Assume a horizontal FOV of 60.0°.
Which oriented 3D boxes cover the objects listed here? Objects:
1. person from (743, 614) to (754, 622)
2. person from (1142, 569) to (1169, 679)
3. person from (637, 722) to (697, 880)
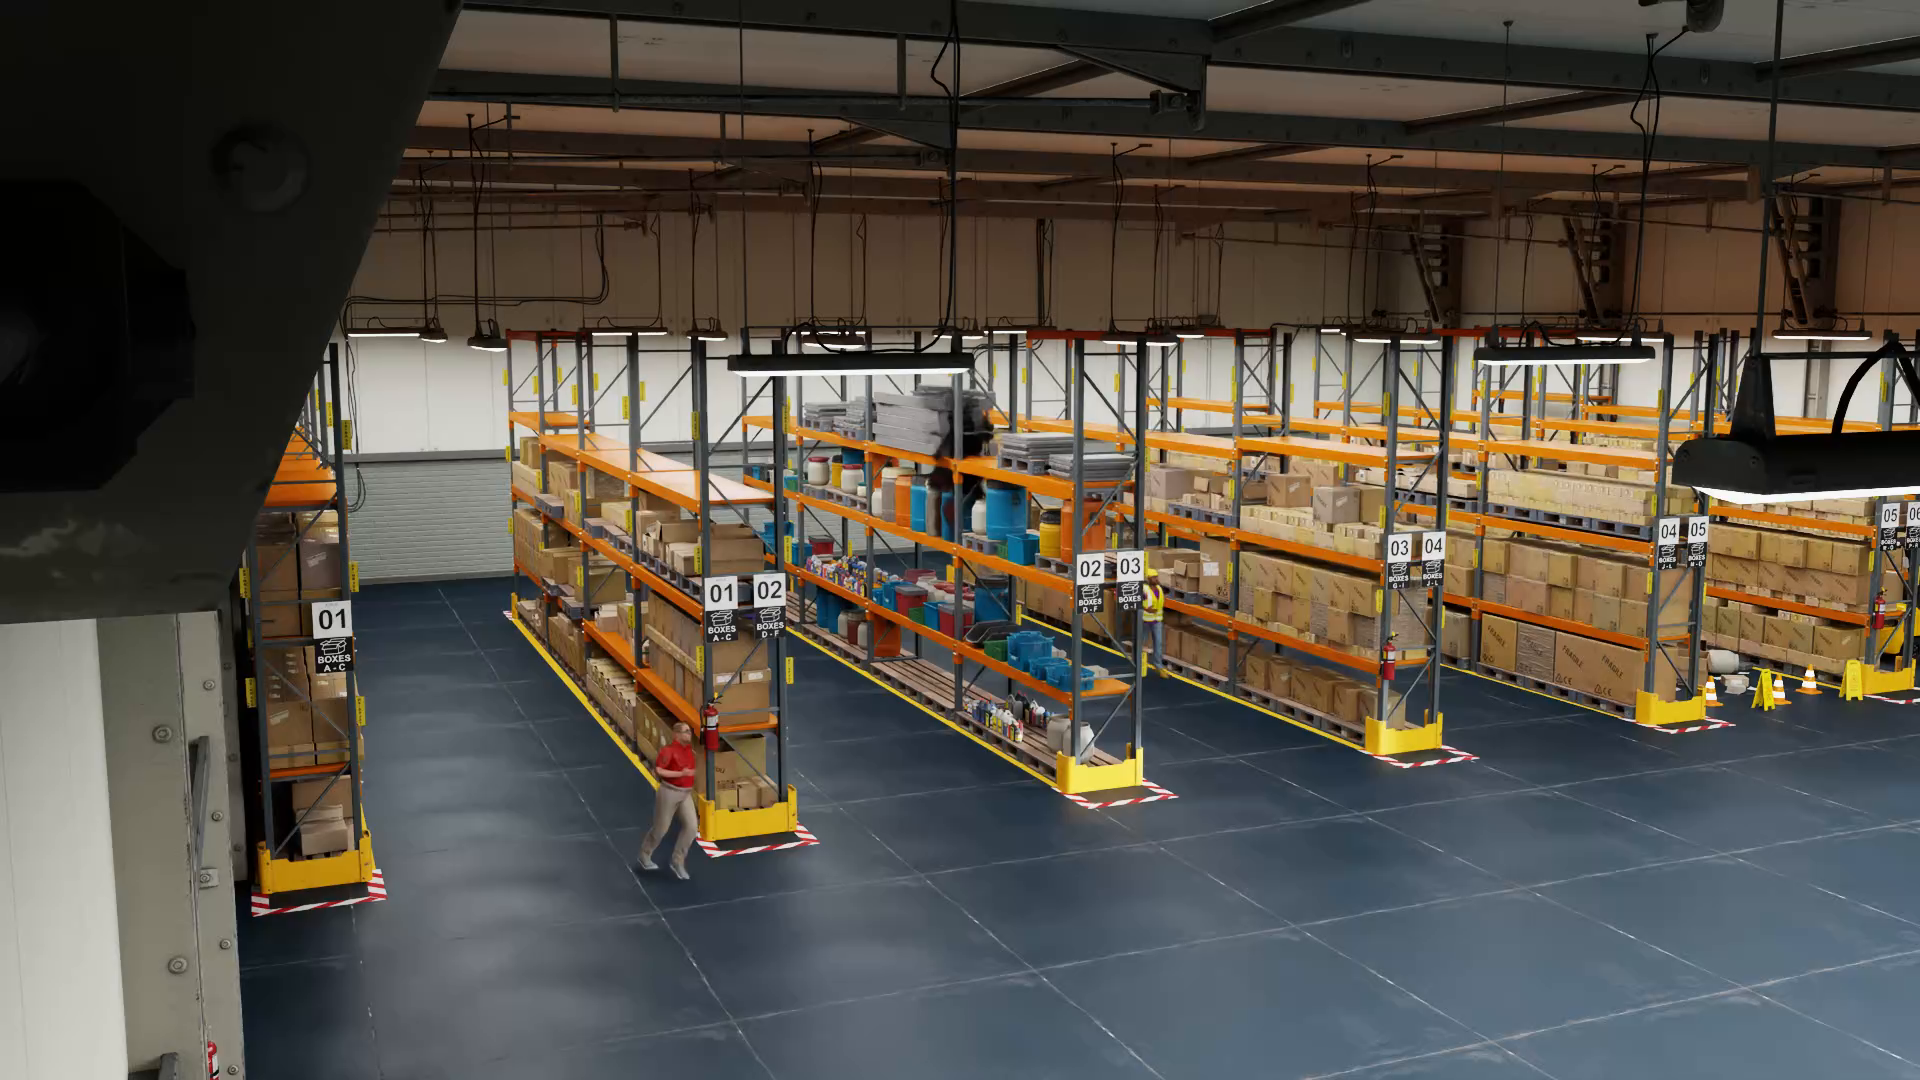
[{"bbox_3d":[-3.564,1.652,28.593,0.580,1.607,0.658,-4,9,-27],"label":"person"},{"bbox_3d":[3.181,1.373,27.849,0.686,1.799,0.833,-4,9,-27],"label":"person"},{"bbox_3d":[-3.232,2.944,18.927,0.750,1.762,0.677,5,9,35],"label":"person"}]
